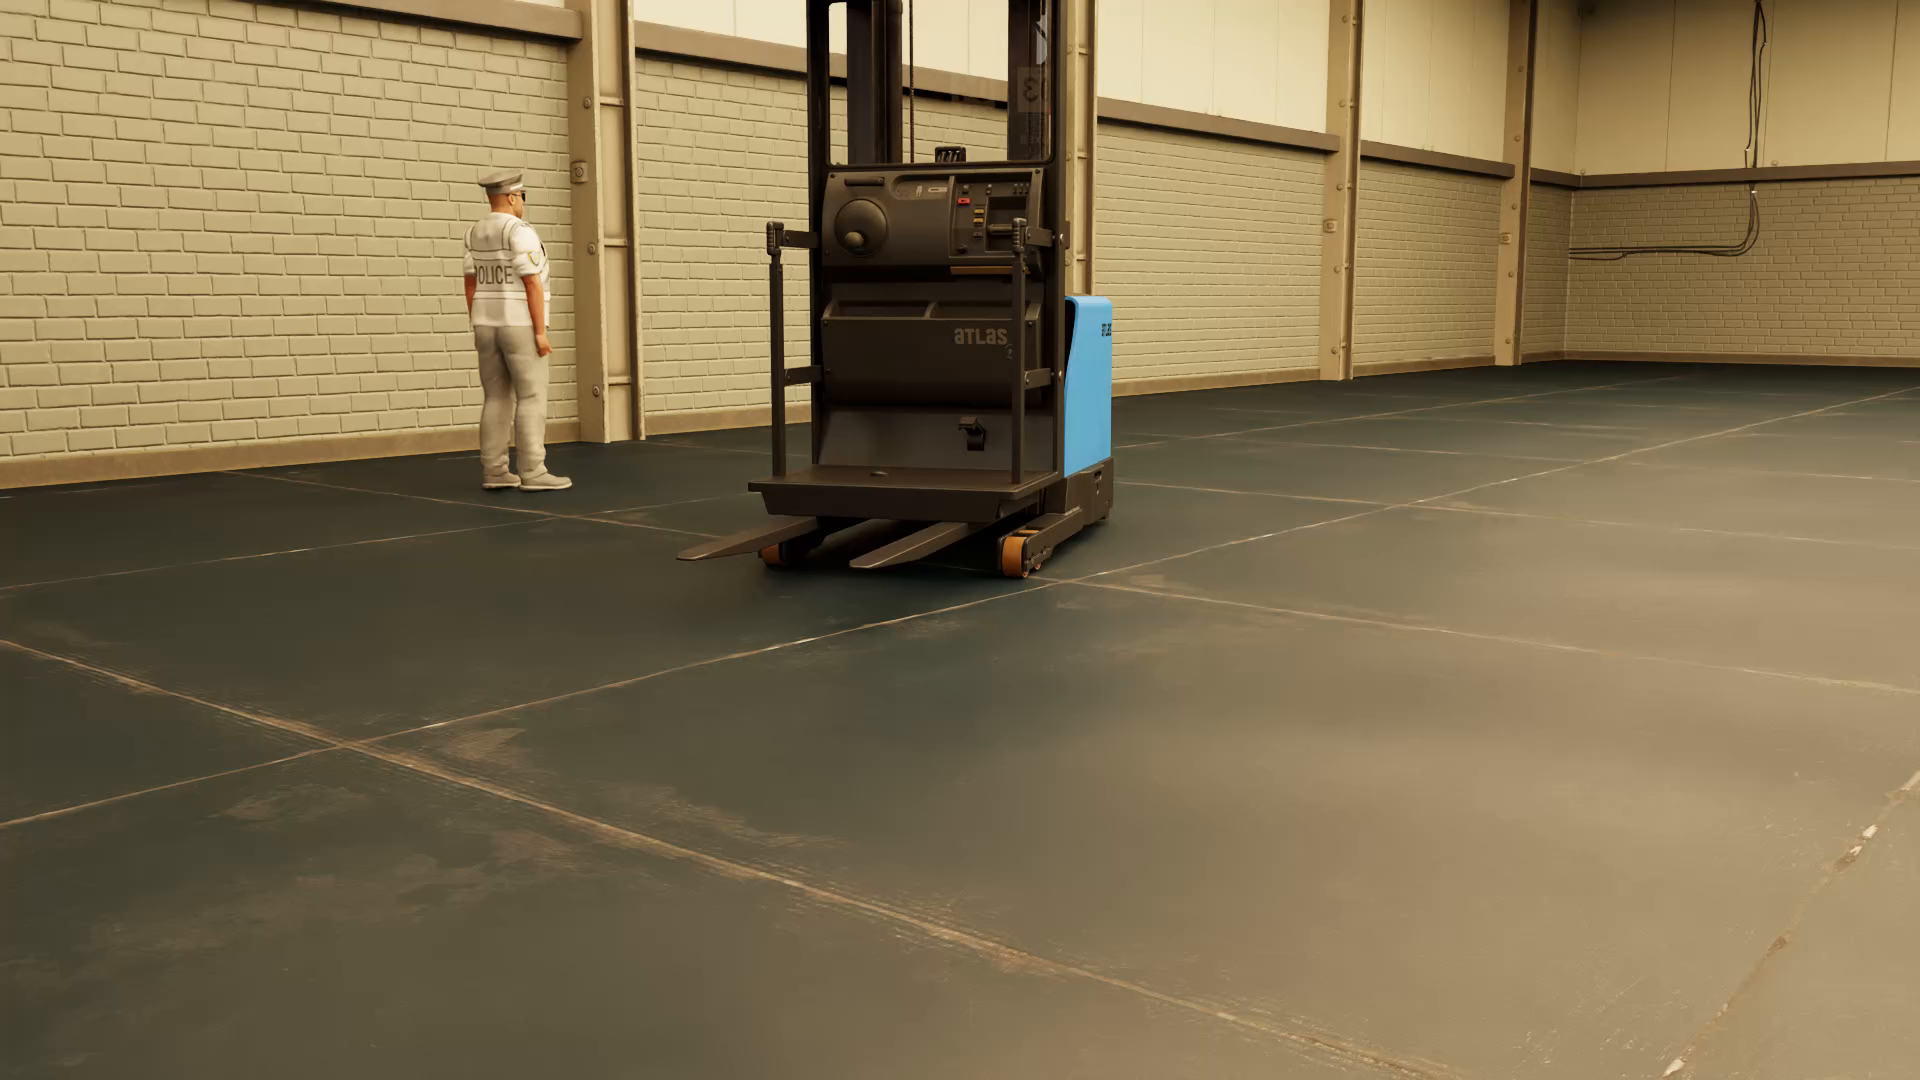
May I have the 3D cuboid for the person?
[{"bbox_3d":[-2.486,-1.164,9.245,0.524,1.773,0.396,5,9,28],"label":"person"}]

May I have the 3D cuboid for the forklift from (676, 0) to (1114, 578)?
[{"bbox_3d":[-0.176,-1.366,6.616,1.130,2.935,3.031,3,9,17],"label":"forklift"}]
